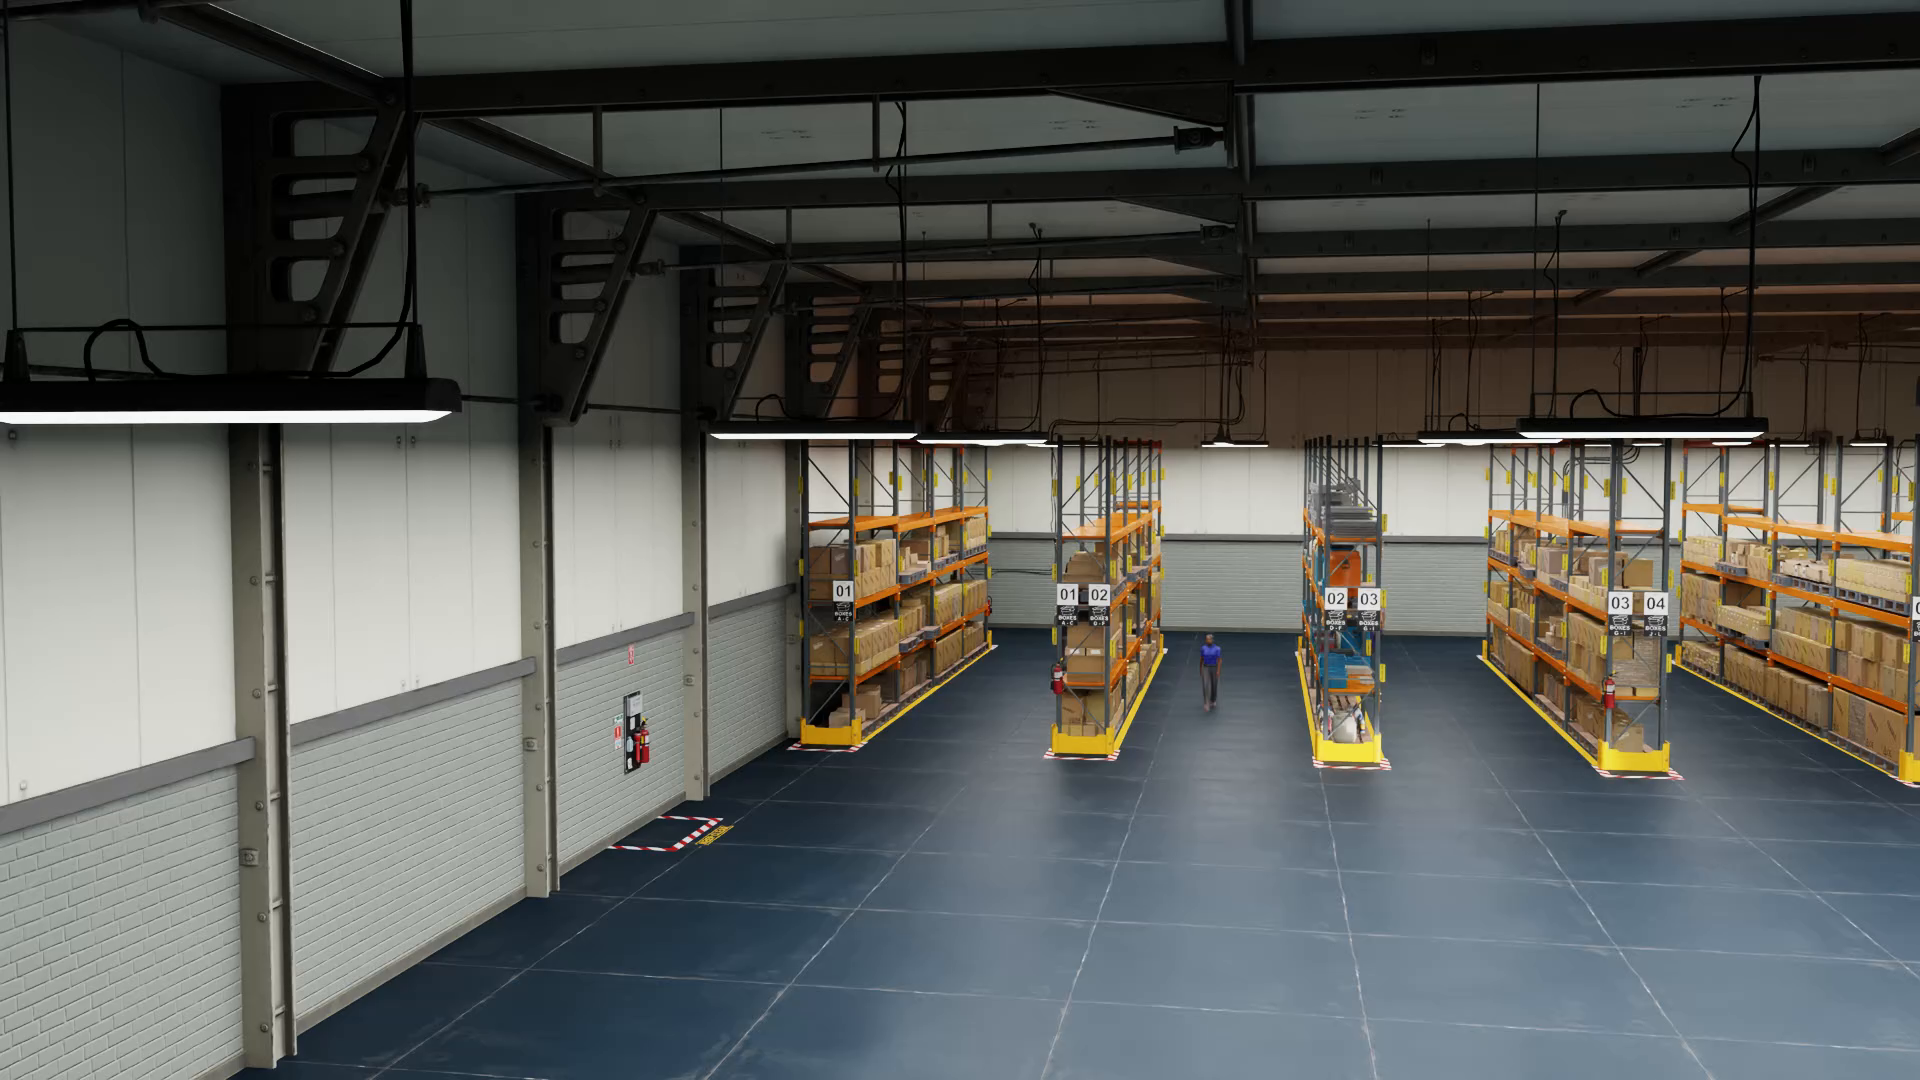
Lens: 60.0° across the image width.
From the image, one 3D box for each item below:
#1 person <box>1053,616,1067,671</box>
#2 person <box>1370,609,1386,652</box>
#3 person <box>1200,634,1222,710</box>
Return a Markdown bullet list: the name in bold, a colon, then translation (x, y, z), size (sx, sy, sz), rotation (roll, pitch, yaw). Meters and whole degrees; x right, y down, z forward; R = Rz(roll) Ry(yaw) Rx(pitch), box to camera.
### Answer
- **person**: translation (2.693, 2.535, 43.190), size (0.566, 1.719, 0.537), rotation (1, 3, 10)
- **person**: translation (11.841, 2.350, 47.302), size (0.486, 1.602, 0.838), rotation (0, 3, 7)
- **person**: translation (5.544, 2.900, 36.790), size (0.482, 1.640, 0.809), rotation (1, 3, 11)
